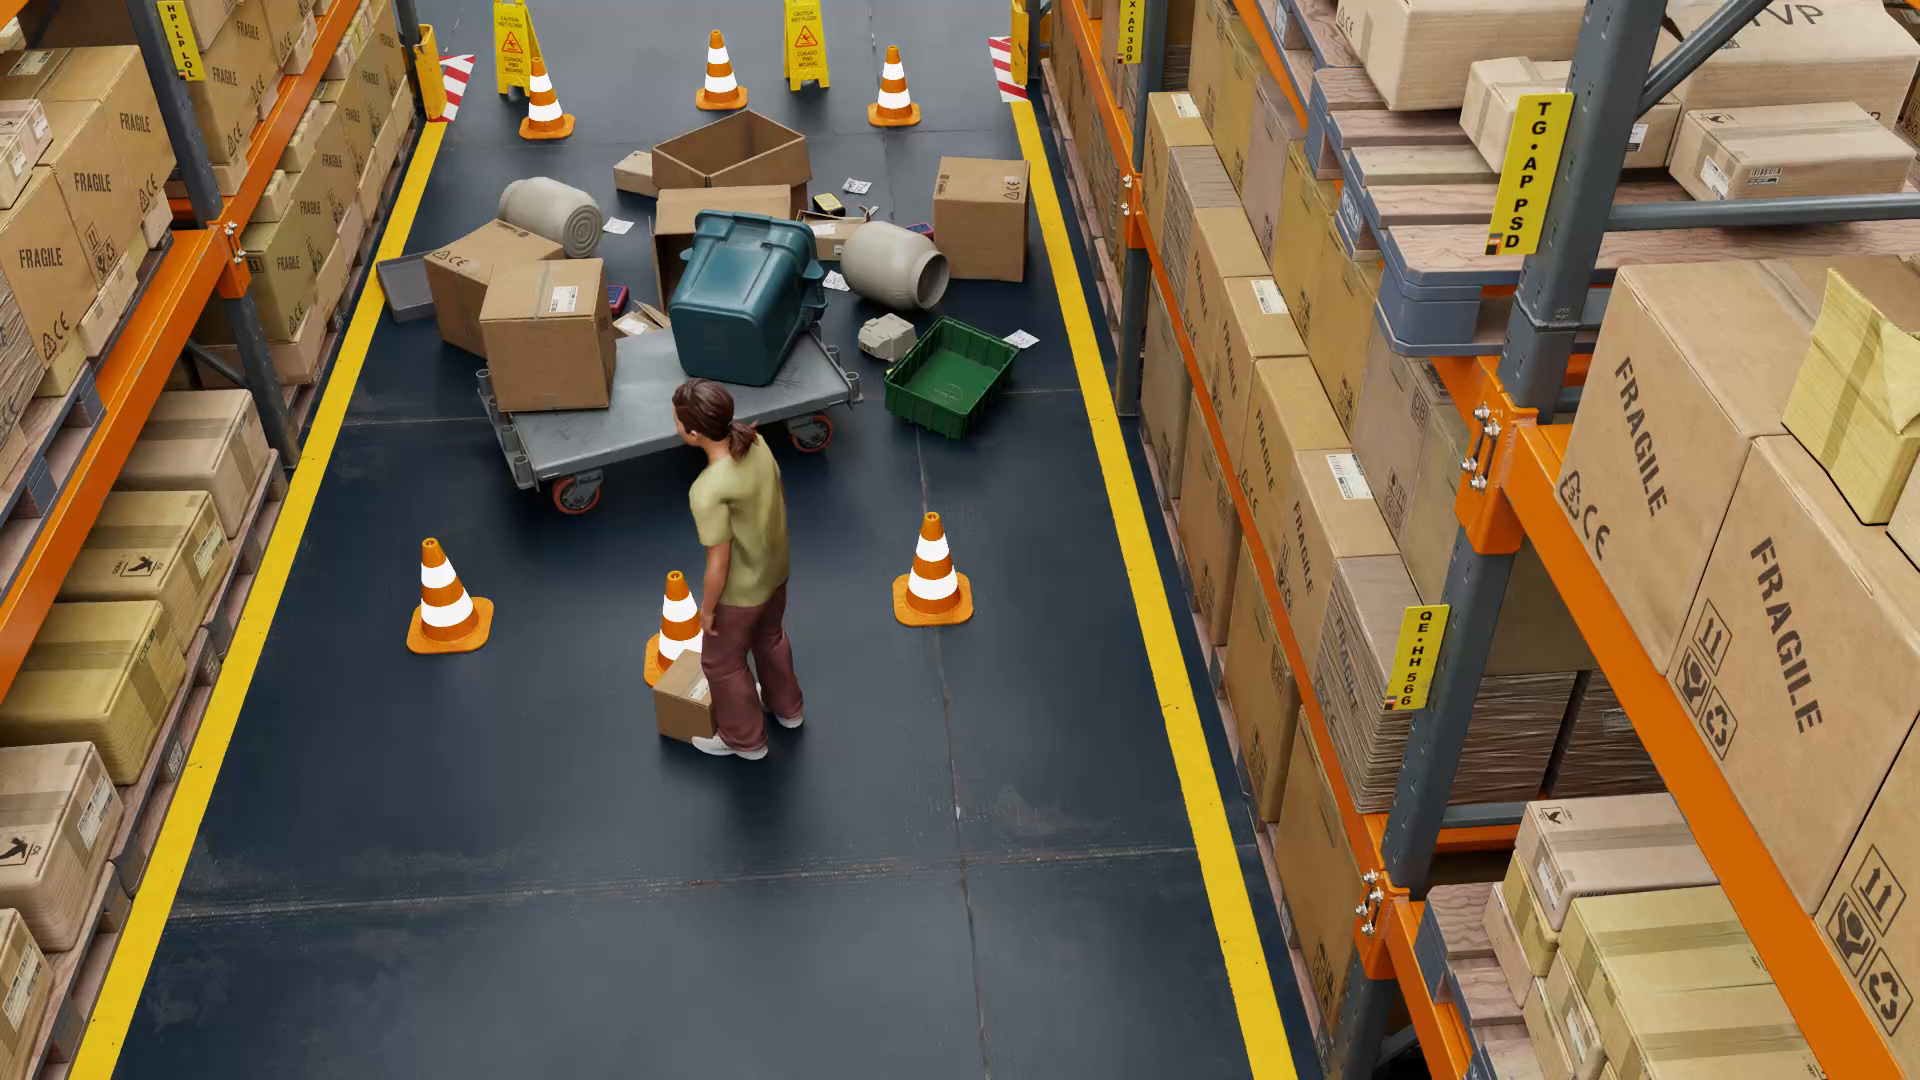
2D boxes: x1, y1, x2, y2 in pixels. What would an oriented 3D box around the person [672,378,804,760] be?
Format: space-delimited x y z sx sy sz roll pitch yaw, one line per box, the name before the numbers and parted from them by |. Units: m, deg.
person | -0.819 0.131 5.995 0.404 1.673 0.500 16 42 18
